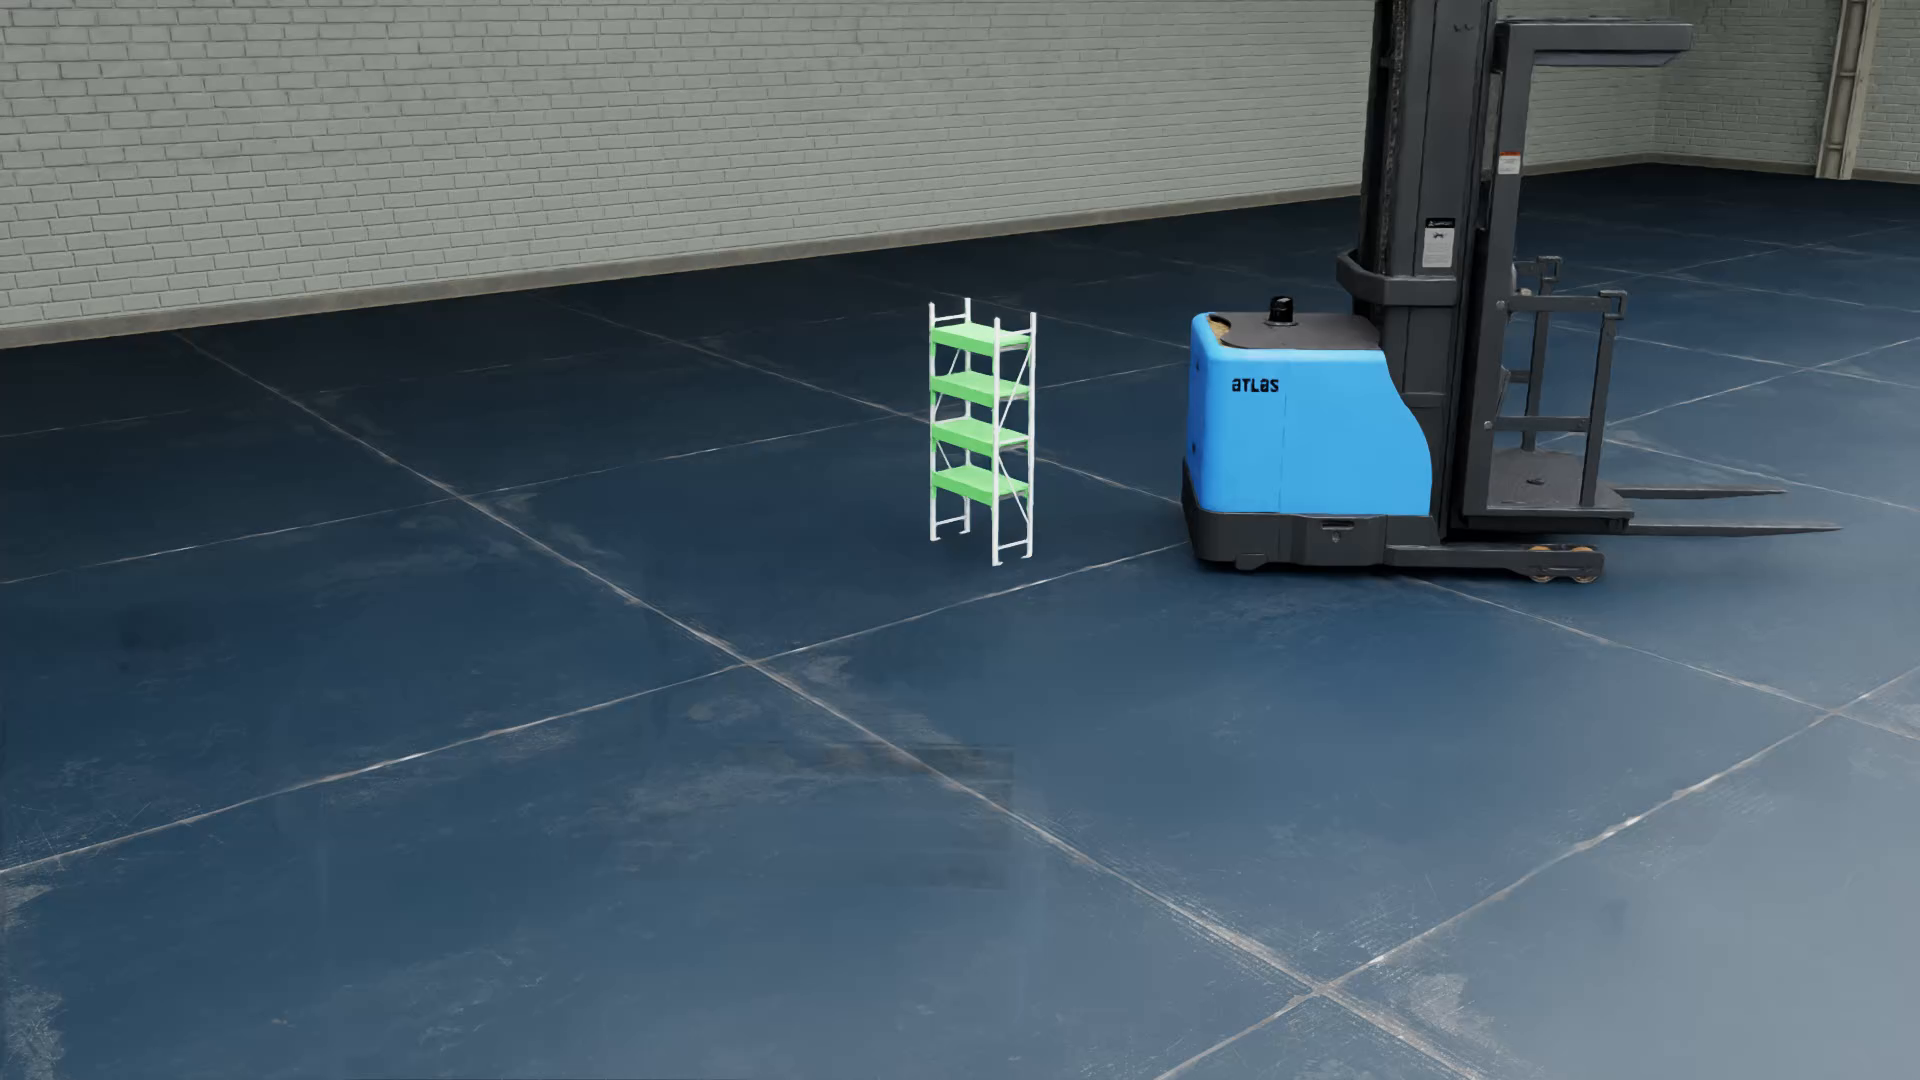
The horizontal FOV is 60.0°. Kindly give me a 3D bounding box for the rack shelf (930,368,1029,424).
[{"bbox_3d":[0.103,-0.696,7.995,0.258,0.148,0.480,-14,23,-36],"label":"rack shelf"}]

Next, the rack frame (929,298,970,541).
[{"bbox_3d":[-0.049,-0.589,8.232,0.240,1.200,0.015,-14,23,-36],"label":"rack frame"}]

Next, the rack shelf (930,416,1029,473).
[{"bbox_3d":[0.103,-0.468,8.071,0.258,0.148,0.480,-14,23,-36],"label":"rack shelf"}]

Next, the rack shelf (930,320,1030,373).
[{"bbox_3d":[0.103,-0.924,7.920,0.258,0.148,0.480,-14,23,-36],"label":"rack shelf"}]

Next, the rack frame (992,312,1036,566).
[{"bbox_3d":[0.254,-0.469,7.869,0.240,1.200,0.015,-14,23,-36],"label":"rack frame"}]

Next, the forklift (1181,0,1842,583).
[{"bbox_3d":[2.654,-1.363,7.816,3.031,2.935,1.130,1,18,3],"label":"forklift"}]

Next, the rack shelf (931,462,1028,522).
[{"bbox_3d":[0.103,-0.240,8.146,0.258,0.148,0.480,-14,23,-36],"label":"rack shelf"}]

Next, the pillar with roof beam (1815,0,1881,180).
[{"bbox_3d":[9.423,-8.733,20.420,9.100,9.000,0.400,-14,23,-36],"label":"pillar with roof beam"}]

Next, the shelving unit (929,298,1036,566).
[{"bbox_3d":[0.103,-0.529,8.051,0.258,1.200,0.503,-14,23,-36],"label":"shelving unit"}]
